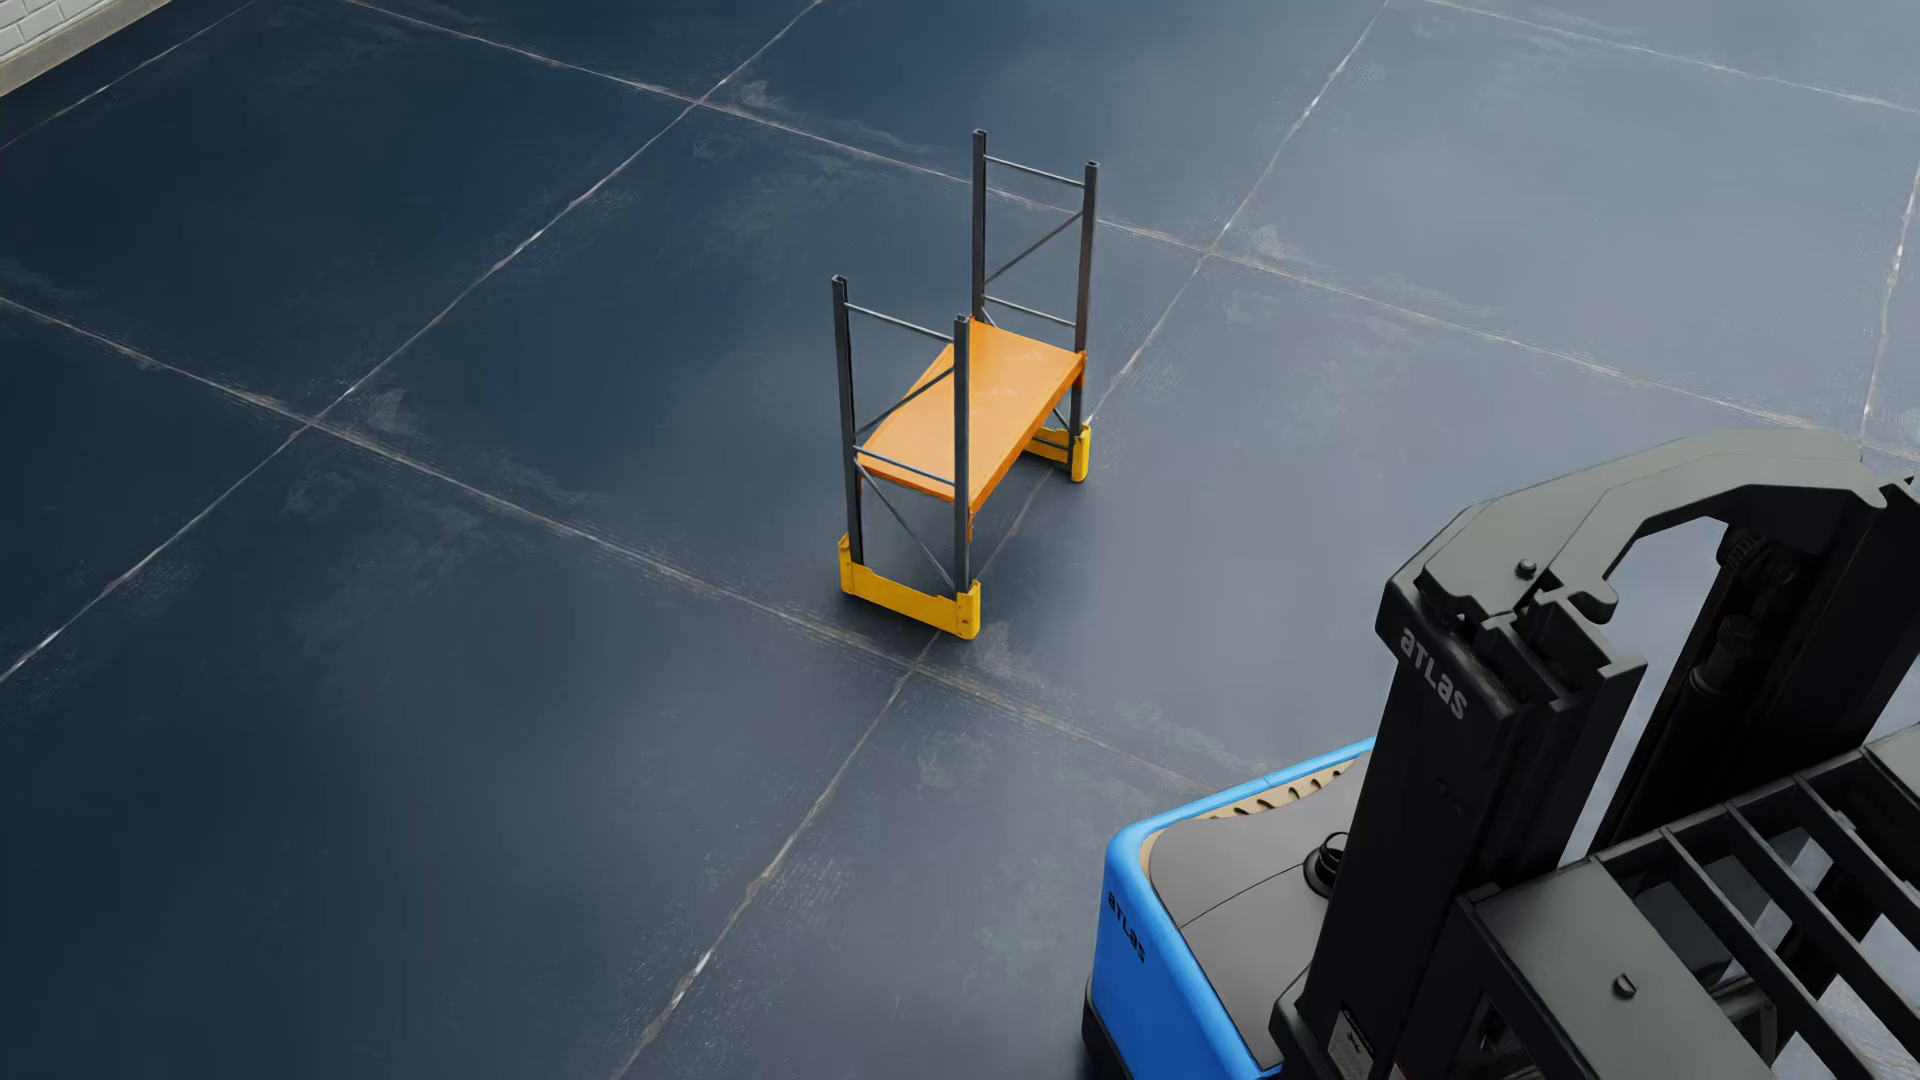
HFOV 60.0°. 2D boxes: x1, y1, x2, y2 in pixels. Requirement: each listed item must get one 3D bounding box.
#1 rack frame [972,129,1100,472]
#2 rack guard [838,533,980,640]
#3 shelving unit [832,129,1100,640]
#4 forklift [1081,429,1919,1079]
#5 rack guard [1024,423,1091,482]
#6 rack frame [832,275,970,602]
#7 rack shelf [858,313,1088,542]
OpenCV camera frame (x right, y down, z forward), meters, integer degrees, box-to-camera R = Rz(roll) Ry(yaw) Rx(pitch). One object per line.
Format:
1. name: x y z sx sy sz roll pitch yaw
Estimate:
1. rack frame: -3.523 4.133 1.400 0.520 1.800 16.358 20 49 19
2. rack guard: -0.196 0.178 6.398 0.587 0.250 0.087 20 49 19
3. shelving unit: -3.512 4.133 1.400 0.587 1.800 16.366 20 49 19
4. forklift: 1.417 1.347 3.358 1.130 2.935 3.031 -17 48 -16
5. rack guard: 0.267 -0.450 7.019 0.587 0.250 0.087 20 49 19
6. rack frame: -0.196 -0.261 5.953 0.500 1.500 0.032 20 49 19
7. rack shelf: 0.040 -0.455 6.398 0.538 0.185 1.000 20 49 19
